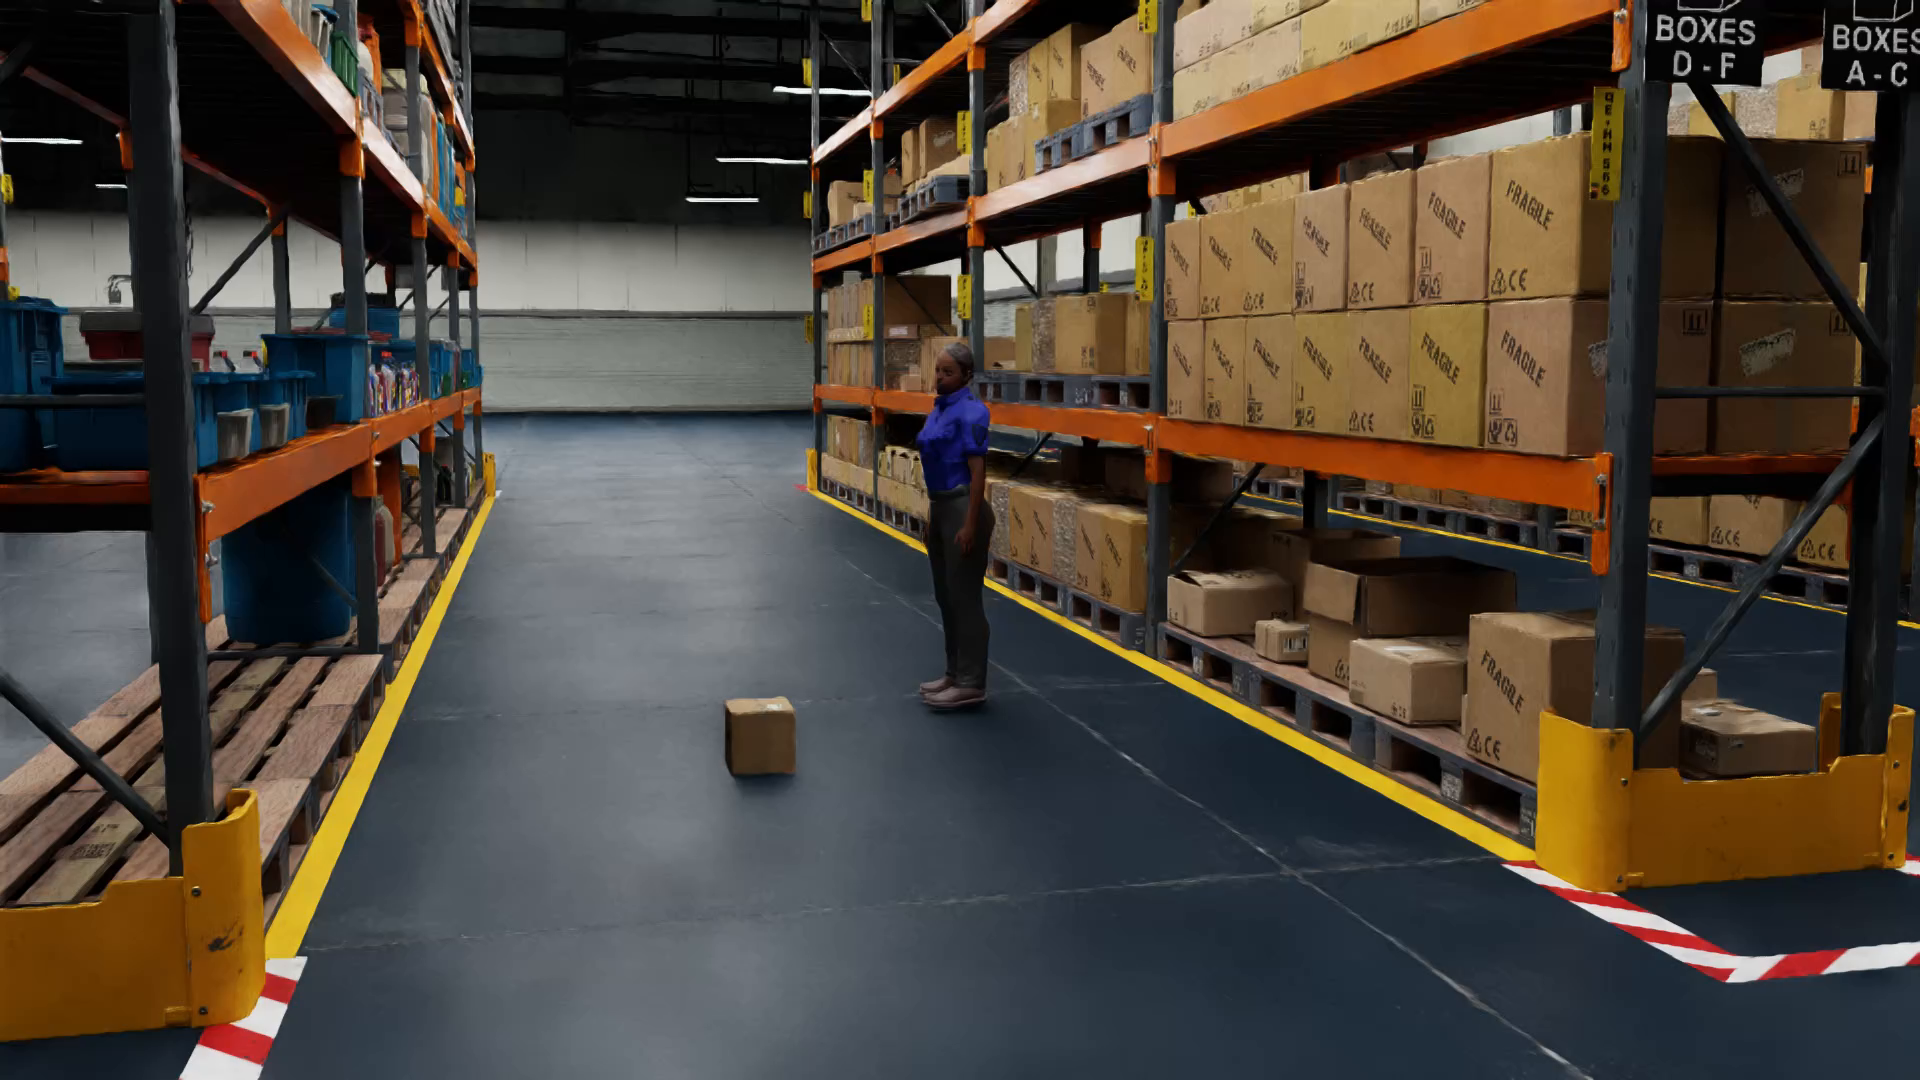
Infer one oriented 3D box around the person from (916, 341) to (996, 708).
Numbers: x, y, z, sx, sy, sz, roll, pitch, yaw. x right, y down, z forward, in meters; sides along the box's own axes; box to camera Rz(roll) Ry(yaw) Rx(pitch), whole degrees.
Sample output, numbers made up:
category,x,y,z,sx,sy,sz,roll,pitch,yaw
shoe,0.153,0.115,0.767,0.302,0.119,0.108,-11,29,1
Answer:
category,x,y,z,sx,sy,sz,roll,pitch,yaw
person,-0.041,-0.073,7.650,0.343,1.670,0.537,-3,7,-23
